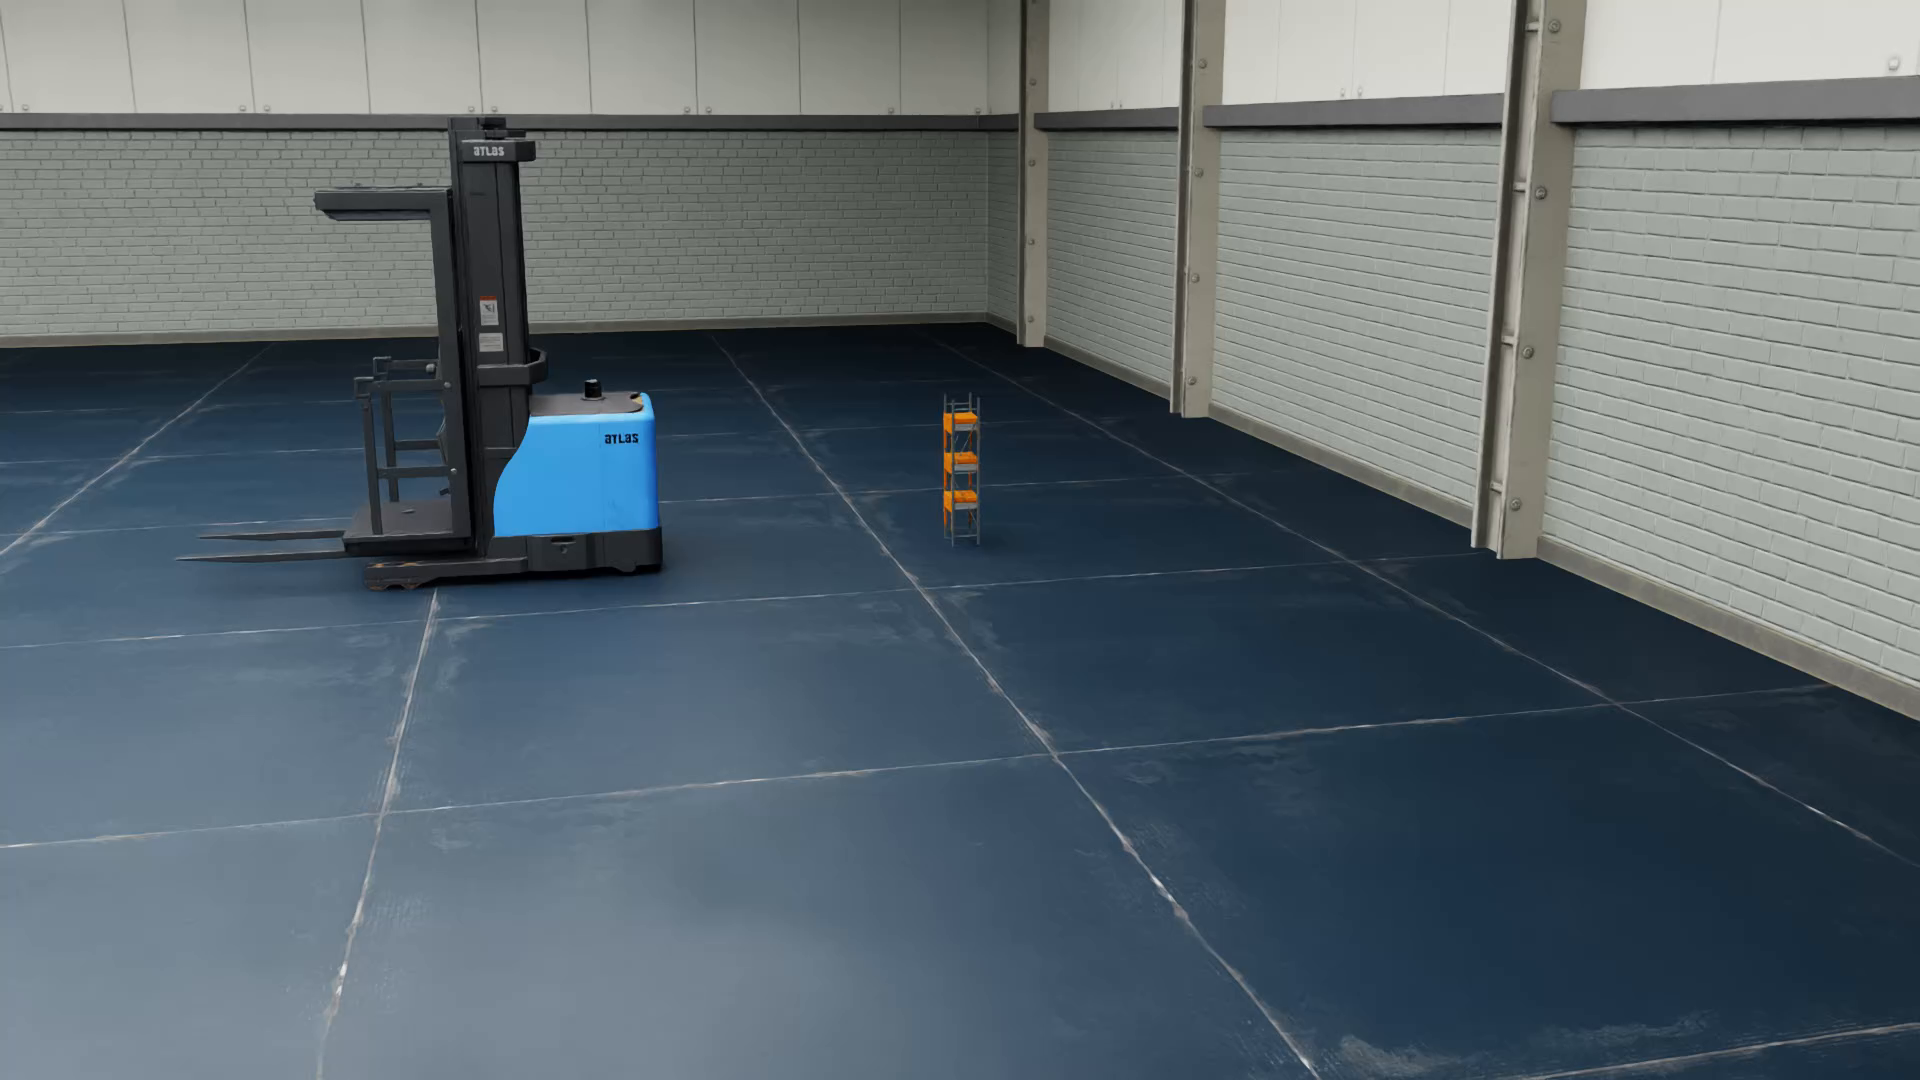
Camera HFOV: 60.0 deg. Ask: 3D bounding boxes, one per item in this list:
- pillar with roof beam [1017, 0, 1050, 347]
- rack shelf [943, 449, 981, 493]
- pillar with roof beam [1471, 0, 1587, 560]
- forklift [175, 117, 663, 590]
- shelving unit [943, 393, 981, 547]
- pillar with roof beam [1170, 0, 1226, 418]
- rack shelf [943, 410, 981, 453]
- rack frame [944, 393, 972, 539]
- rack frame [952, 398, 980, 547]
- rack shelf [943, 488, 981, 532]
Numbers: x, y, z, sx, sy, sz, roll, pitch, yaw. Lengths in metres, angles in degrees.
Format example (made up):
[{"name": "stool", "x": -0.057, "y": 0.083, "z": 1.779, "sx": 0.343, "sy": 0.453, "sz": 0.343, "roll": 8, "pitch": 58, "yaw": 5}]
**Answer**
[{"name": "pillar with roof beam", "x": -3.202, "y": -6.820, "z": 20.880, "sx": 9.100, "sy": 9.000, "sz": 0.400, "roll": -3, "pitch": 14, "yaw": -13}, {"name": "rack shelf", "x": 0.013, "y": -0.487, "z": 11.754, "sx": 0.215, "sy": 0.259, "sz": 0.240, "roll": -3, "pitch": 14, "yaw": -13}, {"name": "pillar with roof beam", "x": -0.383, "y": -4.051, "z": 9.549, "sx": 9.100, "sy": 9.000, "sz": 0.400, "roll": -3, "pitch": 14, "yaw": -13}, {"name": "forklift", "x": -3.547, "y": -1.240, "z": 10.825, "sx": 3.031, "sy": 2.935, "sz": 1.130, "roll": -3, "pitch": 14, "yaw": -12}, {"name": "shelving unit", "x": 0.013, "y": -0.498, "z": 11.752, "sx": 0.215, "sy": 1.050, "sz": 0.252, "roll": -3, "pitch": 14, "yaw": -13}, {"name": "pillar with roof beam", "x": -1.792, "y": -5.436, "z": 15.215, "sx": 9.100, "sy": 9.000, "sz": 0.400, "roll": -3, "pitch": 14, "yaw": -13}, {"name": "rack shelf", "x": 0.013, "y": -0.763, "z": 11.687, "sx": 0.215, "sy": 0.259, "sz": 0.240, "roll": -3, "pitch": 14, "yaw": -13}, {"name": "rack frame", "x": -0.016, "y": -0.526, "z": 11.867, "sx": 0.200, "sy": 1.050, "sz": 0.008, "roll": -3, "pitch": 14, "yaw": -13}, {"name": "rack frame", "x": 0.041, "y": -0.470, "z": 11.637, "sx": 0.200, "sy": 1.050, "sz": 0.008, "roll": -3, "pitch": 14, "yaw": -13}, {"name": "rack shelf", "x": 0.013, "y": -0.217, "z": 11.820, "sx": 0.215, "sy": 0.259, "sz": 0.240, "roll": -3, "pitch": 14, "yaw": -13}]
